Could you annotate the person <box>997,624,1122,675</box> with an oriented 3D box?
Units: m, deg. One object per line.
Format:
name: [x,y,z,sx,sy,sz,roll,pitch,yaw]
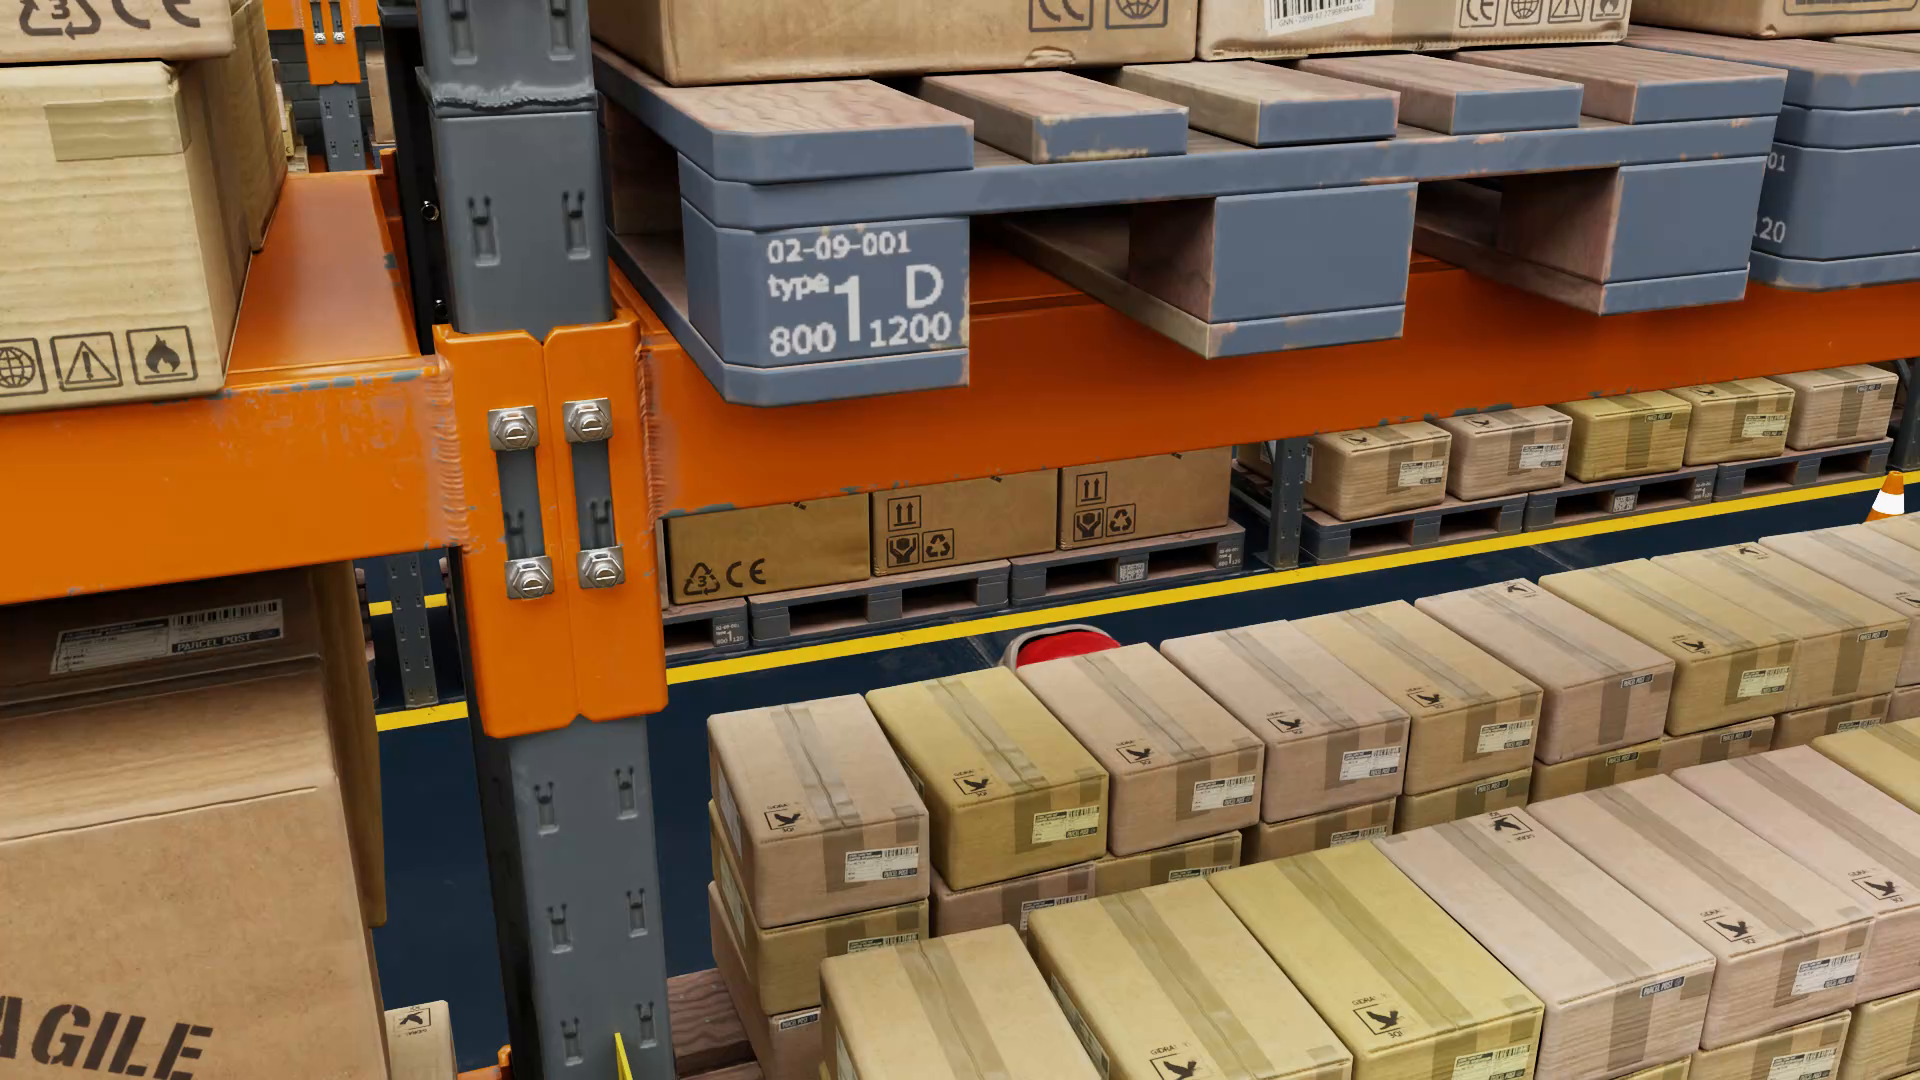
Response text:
person: [0.426,0.837,5.023,0.506,1.014,0.962,-9,24,-21]
